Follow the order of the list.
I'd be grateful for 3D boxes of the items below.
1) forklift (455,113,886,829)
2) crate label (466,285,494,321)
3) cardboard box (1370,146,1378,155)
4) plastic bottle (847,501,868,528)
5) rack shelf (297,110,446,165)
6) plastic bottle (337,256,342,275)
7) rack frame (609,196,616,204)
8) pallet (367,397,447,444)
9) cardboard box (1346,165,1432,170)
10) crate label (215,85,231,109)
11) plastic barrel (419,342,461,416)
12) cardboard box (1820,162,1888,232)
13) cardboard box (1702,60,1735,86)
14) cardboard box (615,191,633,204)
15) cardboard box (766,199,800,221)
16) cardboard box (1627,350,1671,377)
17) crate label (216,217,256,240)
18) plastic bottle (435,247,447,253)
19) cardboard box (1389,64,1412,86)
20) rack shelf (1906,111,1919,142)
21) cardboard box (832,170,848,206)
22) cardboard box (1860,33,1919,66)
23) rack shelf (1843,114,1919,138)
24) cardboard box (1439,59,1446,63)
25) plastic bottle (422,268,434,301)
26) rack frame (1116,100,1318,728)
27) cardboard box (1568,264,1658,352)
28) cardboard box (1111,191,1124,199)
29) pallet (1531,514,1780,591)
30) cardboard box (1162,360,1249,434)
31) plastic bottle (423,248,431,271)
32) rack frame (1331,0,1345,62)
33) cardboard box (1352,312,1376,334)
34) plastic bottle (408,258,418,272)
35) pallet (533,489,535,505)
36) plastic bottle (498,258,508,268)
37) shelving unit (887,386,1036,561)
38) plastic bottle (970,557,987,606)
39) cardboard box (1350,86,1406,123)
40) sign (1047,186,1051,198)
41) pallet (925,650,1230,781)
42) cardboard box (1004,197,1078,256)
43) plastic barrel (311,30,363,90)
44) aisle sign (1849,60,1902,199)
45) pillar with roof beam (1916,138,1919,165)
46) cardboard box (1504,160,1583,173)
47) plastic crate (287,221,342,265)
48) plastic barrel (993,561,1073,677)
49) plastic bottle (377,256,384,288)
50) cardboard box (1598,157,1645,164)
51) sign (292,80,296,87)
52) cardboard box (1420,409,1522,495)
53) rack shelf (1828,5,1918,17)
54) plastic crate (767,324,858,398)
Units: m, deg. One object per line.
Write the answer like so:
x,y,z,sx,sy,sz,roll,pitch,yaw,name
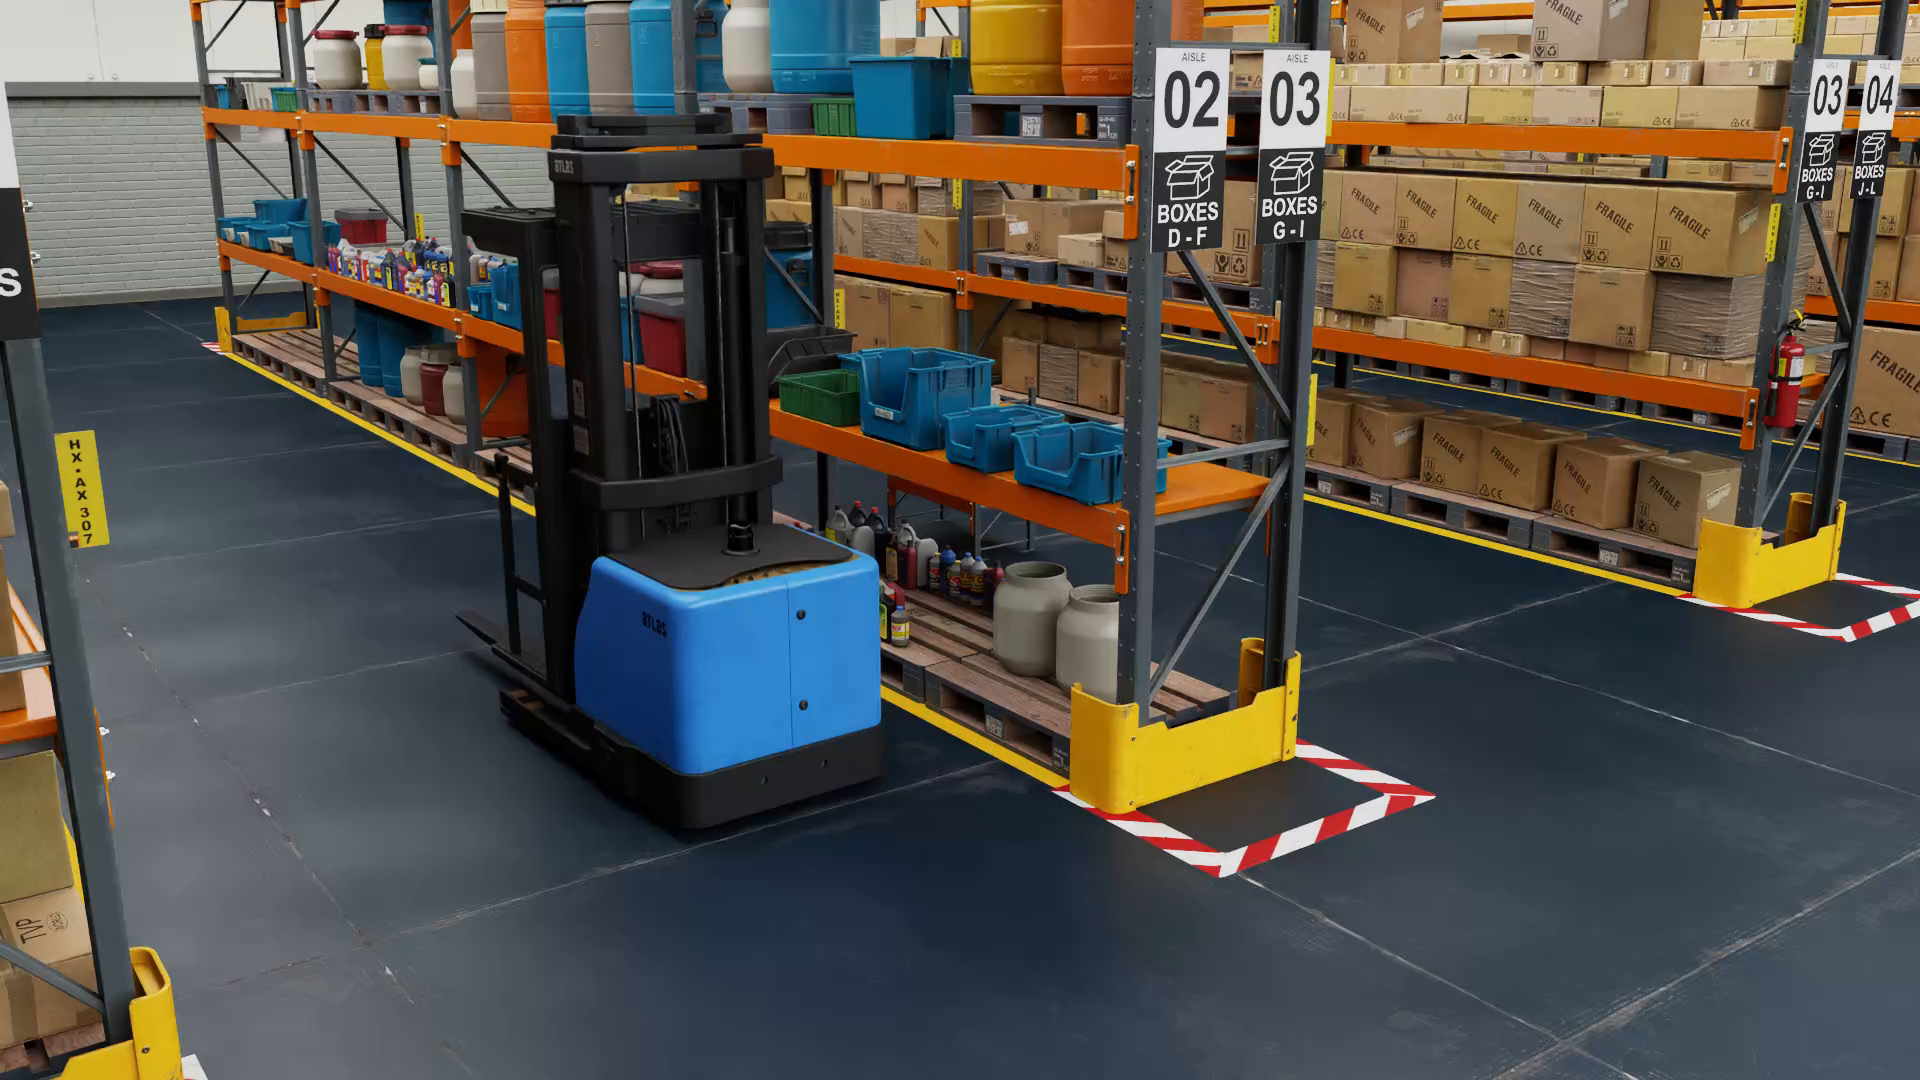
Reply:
-1.629,-0.533,7.970,1.130,2.935,3.031,-11,19,-36,forklift
-3.639,-1.846,12.956,0.303,0.233,0.416,-11,19,-35,crate label
6.114,-5.628,24.373,0.500,0.500,0.500,-11,19,-34,cardboard box
-0.619,-0.062,10.307,0.144,0.351,0.185,-11,19,-36,plastic bottle
-4.759,-3.602,14.734,1.077,0.370,4.000,-11,19,-35,rack shelf
-5.903,-2.638,15.910,0.097,0.201,0.097,0,15,0,plastic bottle
-4.280,-4.552,22.525,1.000,3.000,0.127,-11,19,-35,rack frame
-4.793,-1.152,15.386,1.003,0.211,1.213,-11,19,-35,pallet
3.262,-2.610,12.784,0.500,0.500,0.500,-11,19,-35,cardboard box
-8.006,-4.911,18.437,0.408,0.251,0.502,-11,19,-35,crate label
-4.548,-1.457,14.991,0.600,0.588,0.708,-11,19,-35,plastic barrel
7.660,-3.011,14.565,0.875,0.550,0.550,-11,19,-35,cardboard box
4.653,-2.787,9.923,0.380,0.149,0.250,-12,19,-36,cardboard box
-4.217,-4.479,21.978,0.500,0.250,0.500,-11,19,-36,cardboard box
-1.860,-3.609,18.891,0.500,0.500,0.500,-11,19,-34,cardboard box
4.457,-1.142,10.542,0.380,0.149,0.250,-11,19,-35,cardboard box
-8.408,-3.628,19.351,0.416,0.233,0.303,-11,19,-35,crate label
-4.930,-2.650,15.809,0.152,0.276,0.135,-11,19,-35,plastic bottle
3.250,-3.286,11.746,0.380,0.149,0.250,-10,18,-33,cardboard box
11.967,-4.200,16.922,1.077,0.370,4.000,-11,19,-35,rack shelf
-1.152,-3.946,18.223,0.797,0.503,0.637,-11,19,-34,cardboard box
7.801,-4.036,13.692,0.500,0.250,0.500,-11,19,-34,cardboard box
8.023,-3.411,14.036,1.077,0.370,4.000,-11,19,-35,rack shelf
5.037,-4.922,17.493,0.500,0.250,0.500,-10,18,-33,cardboard box
-4.469,-2.151,13.998,0.097,0.271,0.097,0,15,0,plastic bottle
1.121,-0.367,7.233,1.000,3.000,0.127,-11,19,-35,rack frame
4.435,-1.537,10.757,0.875,0.500,0.500,-11,19,-35,cardboard box
2.156,-4.460,21.308,0.380,0.149,0.250,-11,19,-36,cardboard box
4.633,0.014,11.124,1.003,0.211,1.213,-11,19,-35,pallet
2.166,-1.235,14.309,0.700,0.500,0.500,-11,19,-35,cardboard box
-5.020,-2.624,15.725,0.097,0.271,0.097,0,15,0,plastic bottle
4.495,-6.486,18.226,1.000,3.000,0.127,-11,19,-35,rack frame
3.119,-1.619,12.287,0.380,0.149,0.250,-11,19,-35,cardboard box
-4.830,-2.345,14.682,0.061,0.283,0.133,-11,19,-35,plastic bottle
-2.446,-0.298,12.266,1.003,0.211,1.213,-11,19,-35,pallet
-4.026,-2.345,14.683,0.061,0.283,0.133,-11,19,-35,plastic bottle
-0.004,-0.544,11.433,0.538,1.125,1.048,-11,19,-35,shelving unit
0.105,0.228,9.394,0.097,0.271,0.097,0,15,0,plastic bottle
3.148,-3.116,11.881,0.500,0.250,0.500,-11,19,-35,cardboard box
0.857,-3.450,16.457,0.100,0.325,0.005,-11,19,-35,sign
0.565,0.795,8.271,1.003,0.211,1.213,-11,19,-35,pallet
0.773,-2.985,15.817,0.500,0.500,0.500,-14,21,-41,cardboard box
-5.828,-4.493,15.574,0.433,0.535,0.433,0,15,0,plastic barrel
5.406,-2.423,9.821,0.394,0.787,0.004,-11,19,-35,aisle sign
10.466,-7.240,20.982,9.100,9.000,0.400,-11,19,-35,pillar with roof beam
5.949,-3.591,16.931,0.700,0.500,0.500,-11,19,-34,cardboard box
-6.485,-2.997,16.761,0.392,0.384,0.575,-11,19,-35,plastic crate
0.377,0.395,8.368,0.421,0.512,0.421,0,15,0,plastic barrel
-5.187,-2.412,14.950,0.097,0.271,0.097,0,15,0,plastic bottle
8.517,-4.644,21.314,0.500,0.500,0.500,-12,19,-36,cardboard box
-7.851,-5.268,19.659,0.100,0.325,0.005,-11,19,-35,sign
3.750,-0.653,12.221,0.500,0.500,0.500,-13,20,-39,cardboard box
13.628,-7.080,22.517,1.077,0.370,4.000,-11,19,-35,rack shelf
-1.026,-1.059,9.882,0.767,0.338,0.504,-11,19,-35,plastic crate
